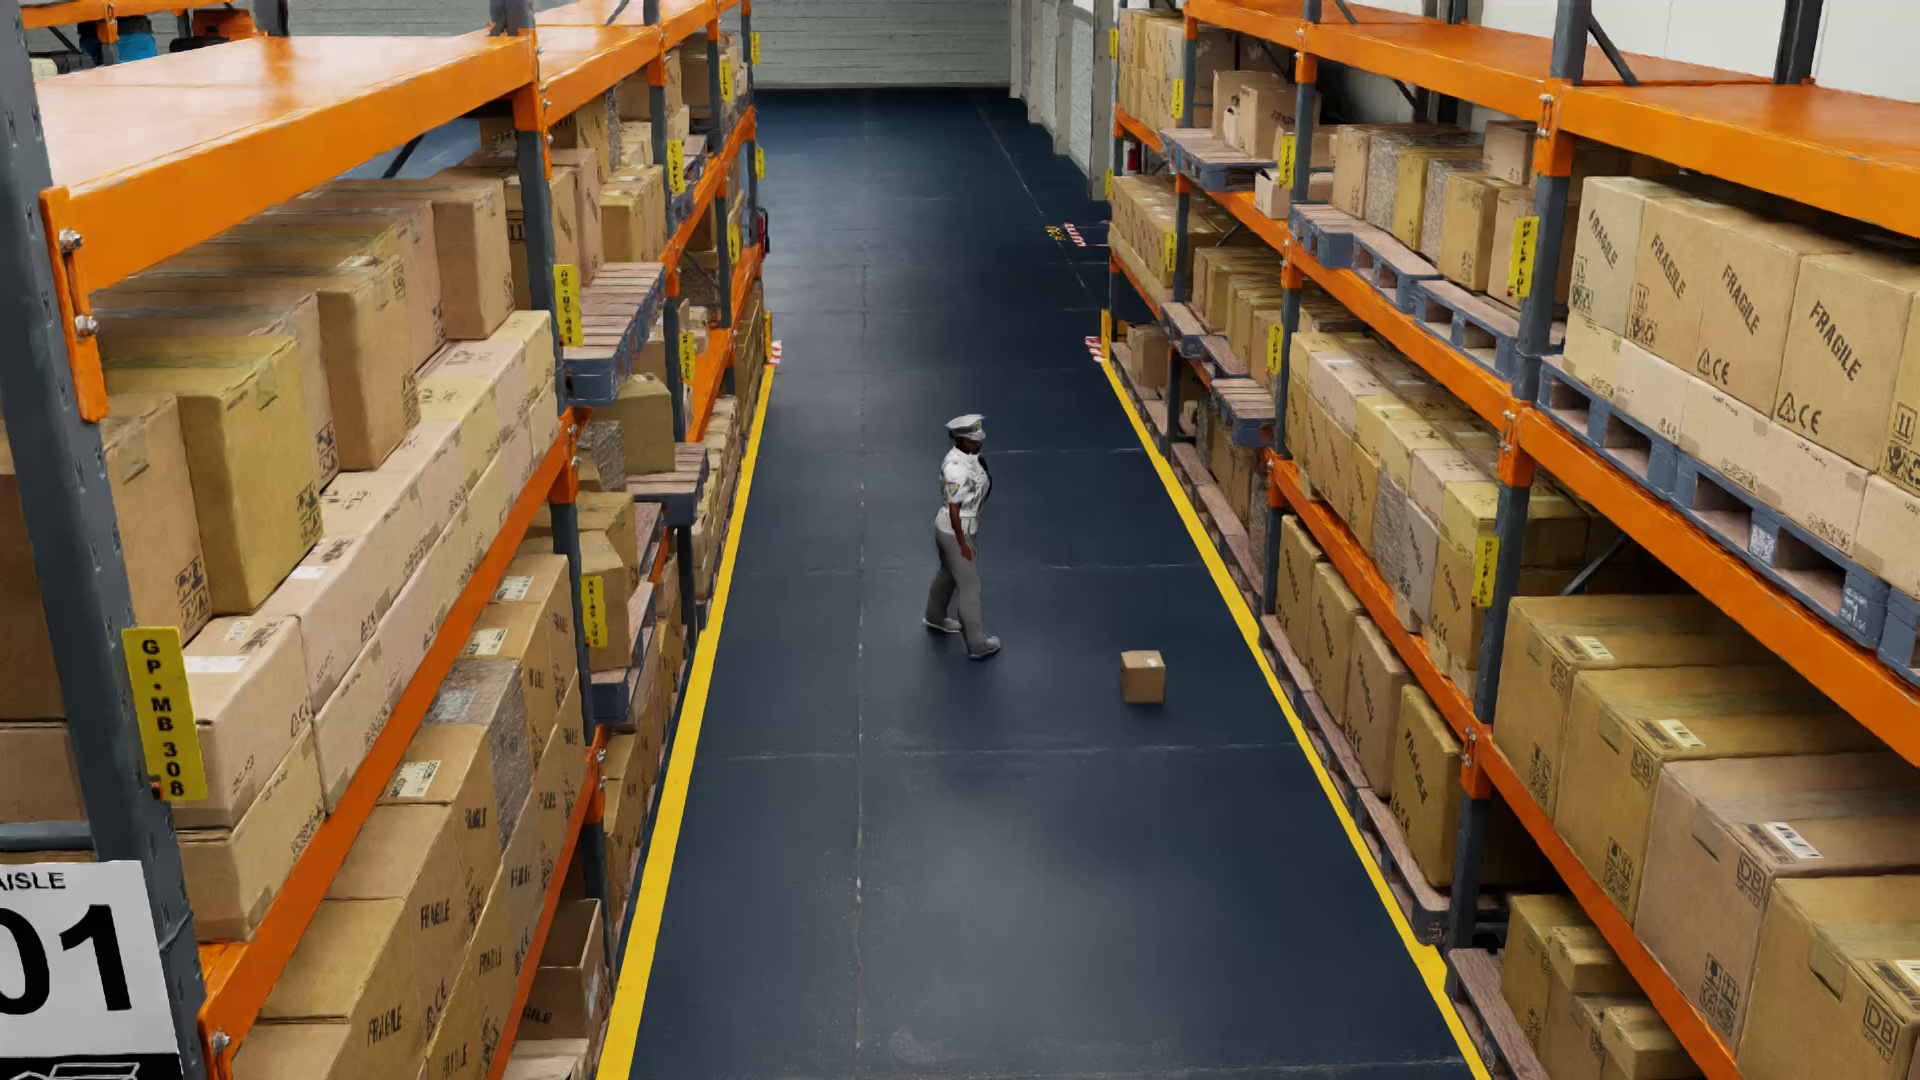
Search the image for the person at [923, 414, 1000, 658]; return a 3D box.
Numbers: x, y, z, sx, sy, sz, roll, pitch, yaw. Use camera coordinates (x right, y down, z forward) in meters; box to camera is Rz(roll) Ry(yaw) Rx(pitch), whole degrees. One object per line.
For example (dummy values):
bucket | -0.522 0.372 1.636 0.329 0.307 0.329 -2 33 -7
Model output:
person | 0.007 -0.053 11.250 0.569 1.657 0.572 3 21 7
